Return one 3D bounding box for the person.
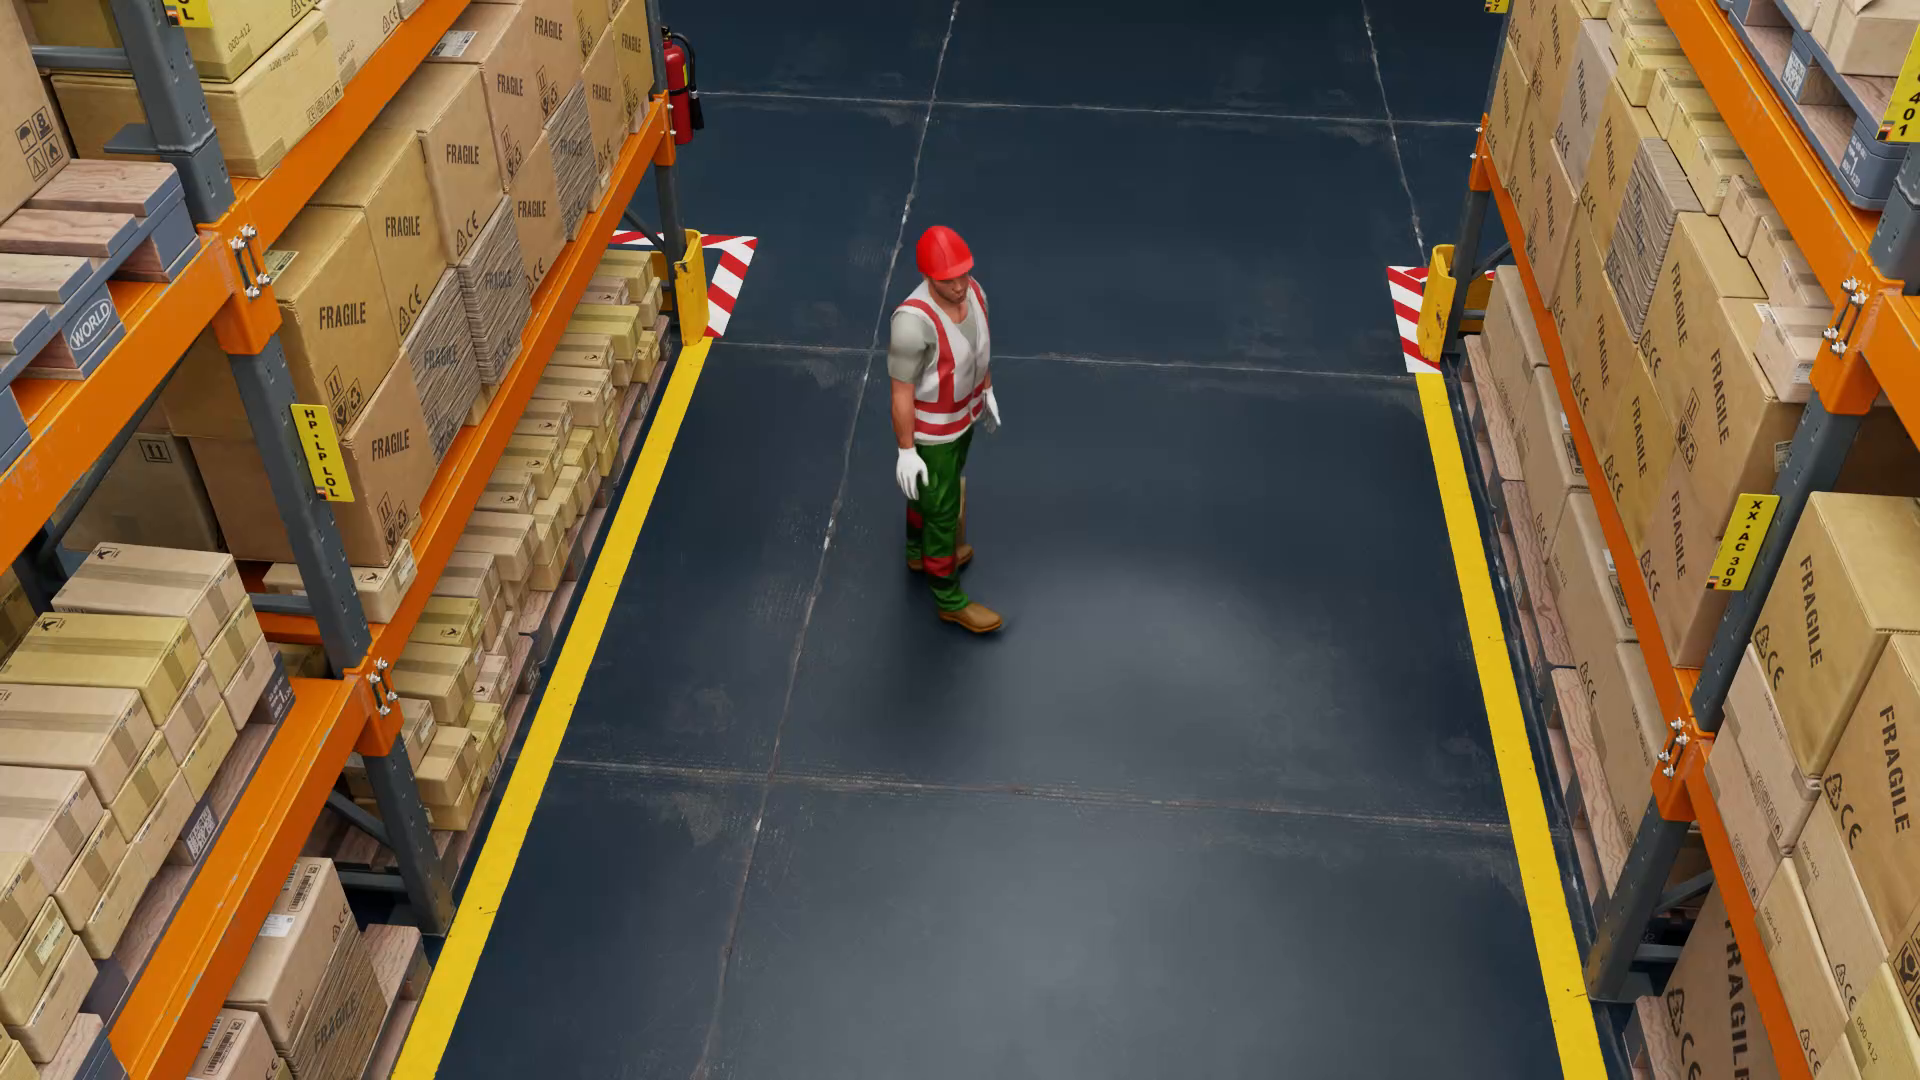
[{"bbox_3d":[-0.036,-0.431,6.619,0.587,1.786,0.646,19,43,21],"label":"person"}]
